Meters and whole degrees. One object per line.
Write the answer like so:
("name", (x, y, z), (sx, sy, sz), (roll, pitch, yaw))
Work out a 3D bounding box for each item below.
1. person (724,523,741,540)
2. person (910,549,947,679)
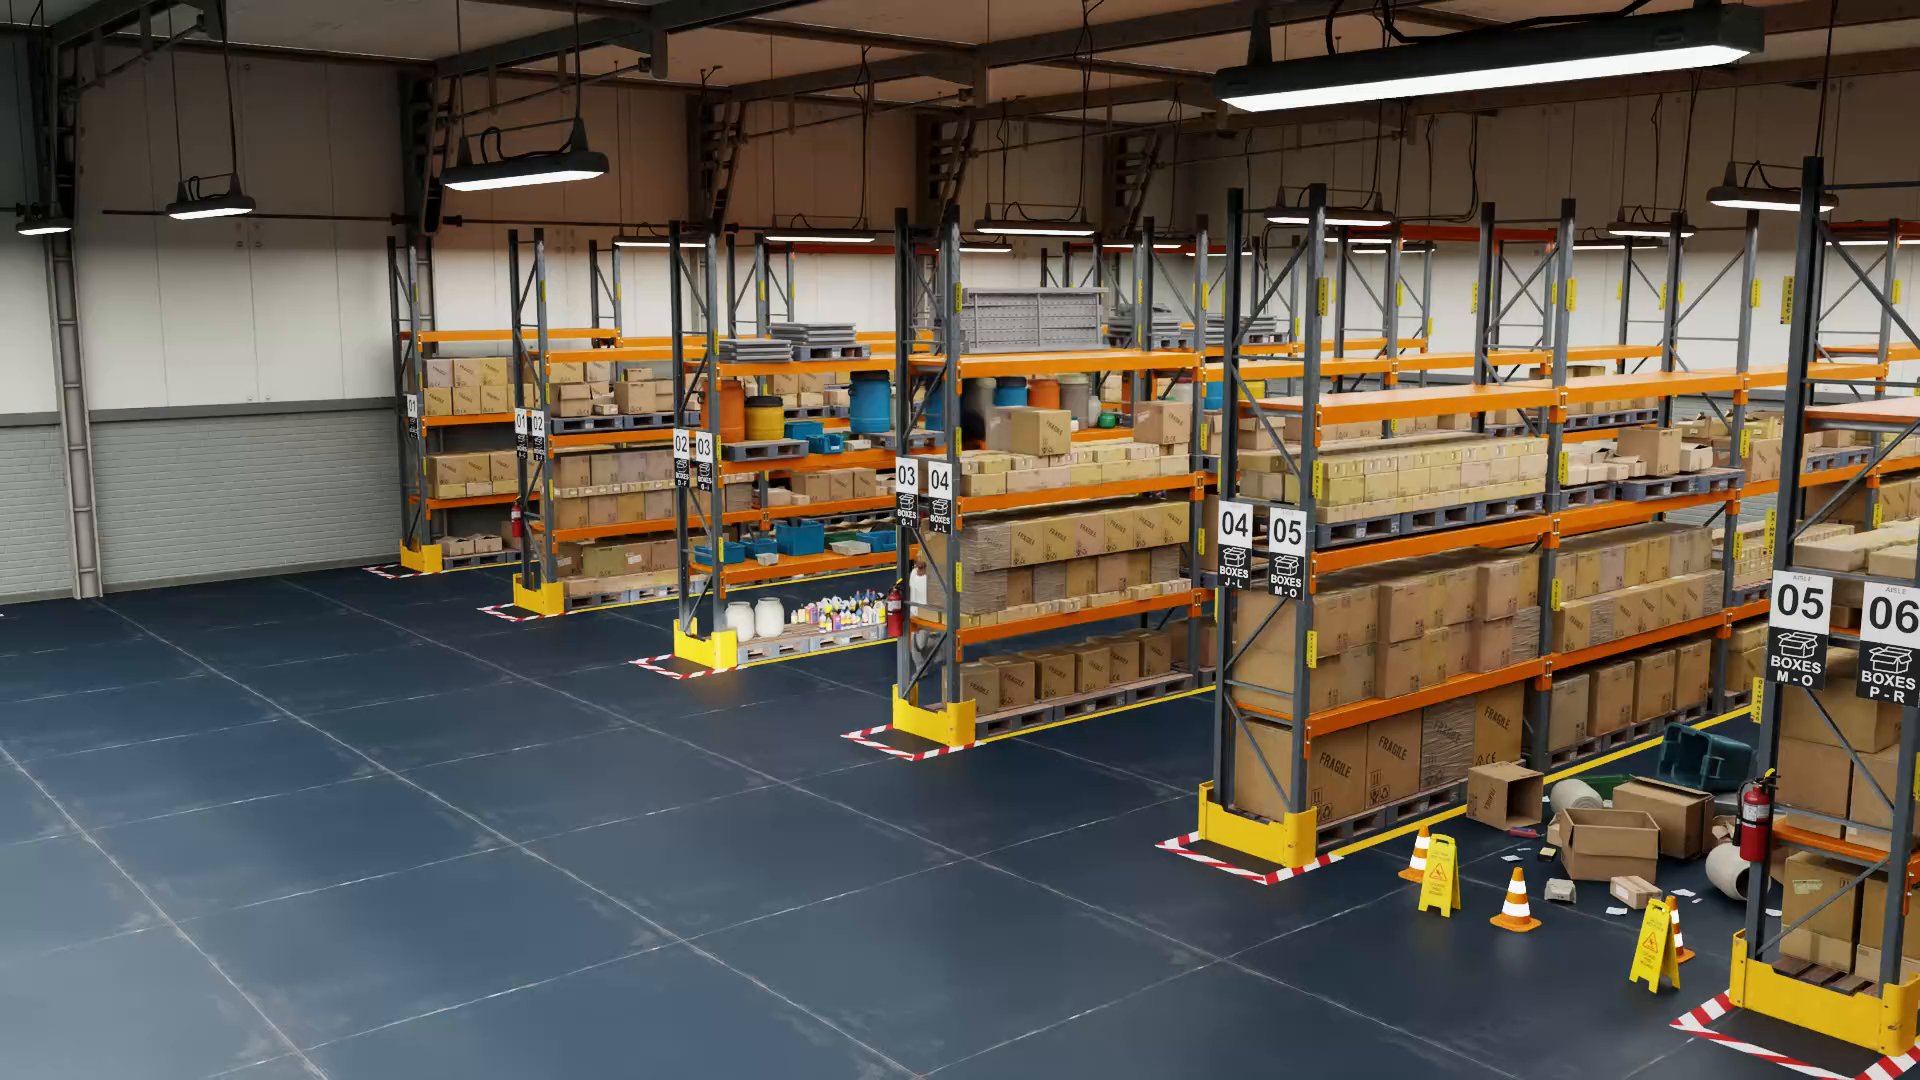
("person", (-4.323, -0.424, 30.920), (0.569, 1.731, 0.661), (-7, 11, -37))
("person", (-0.461, 0.956, 21.989), (0.702, 1.726, 0.598), (6, 11, 34))
